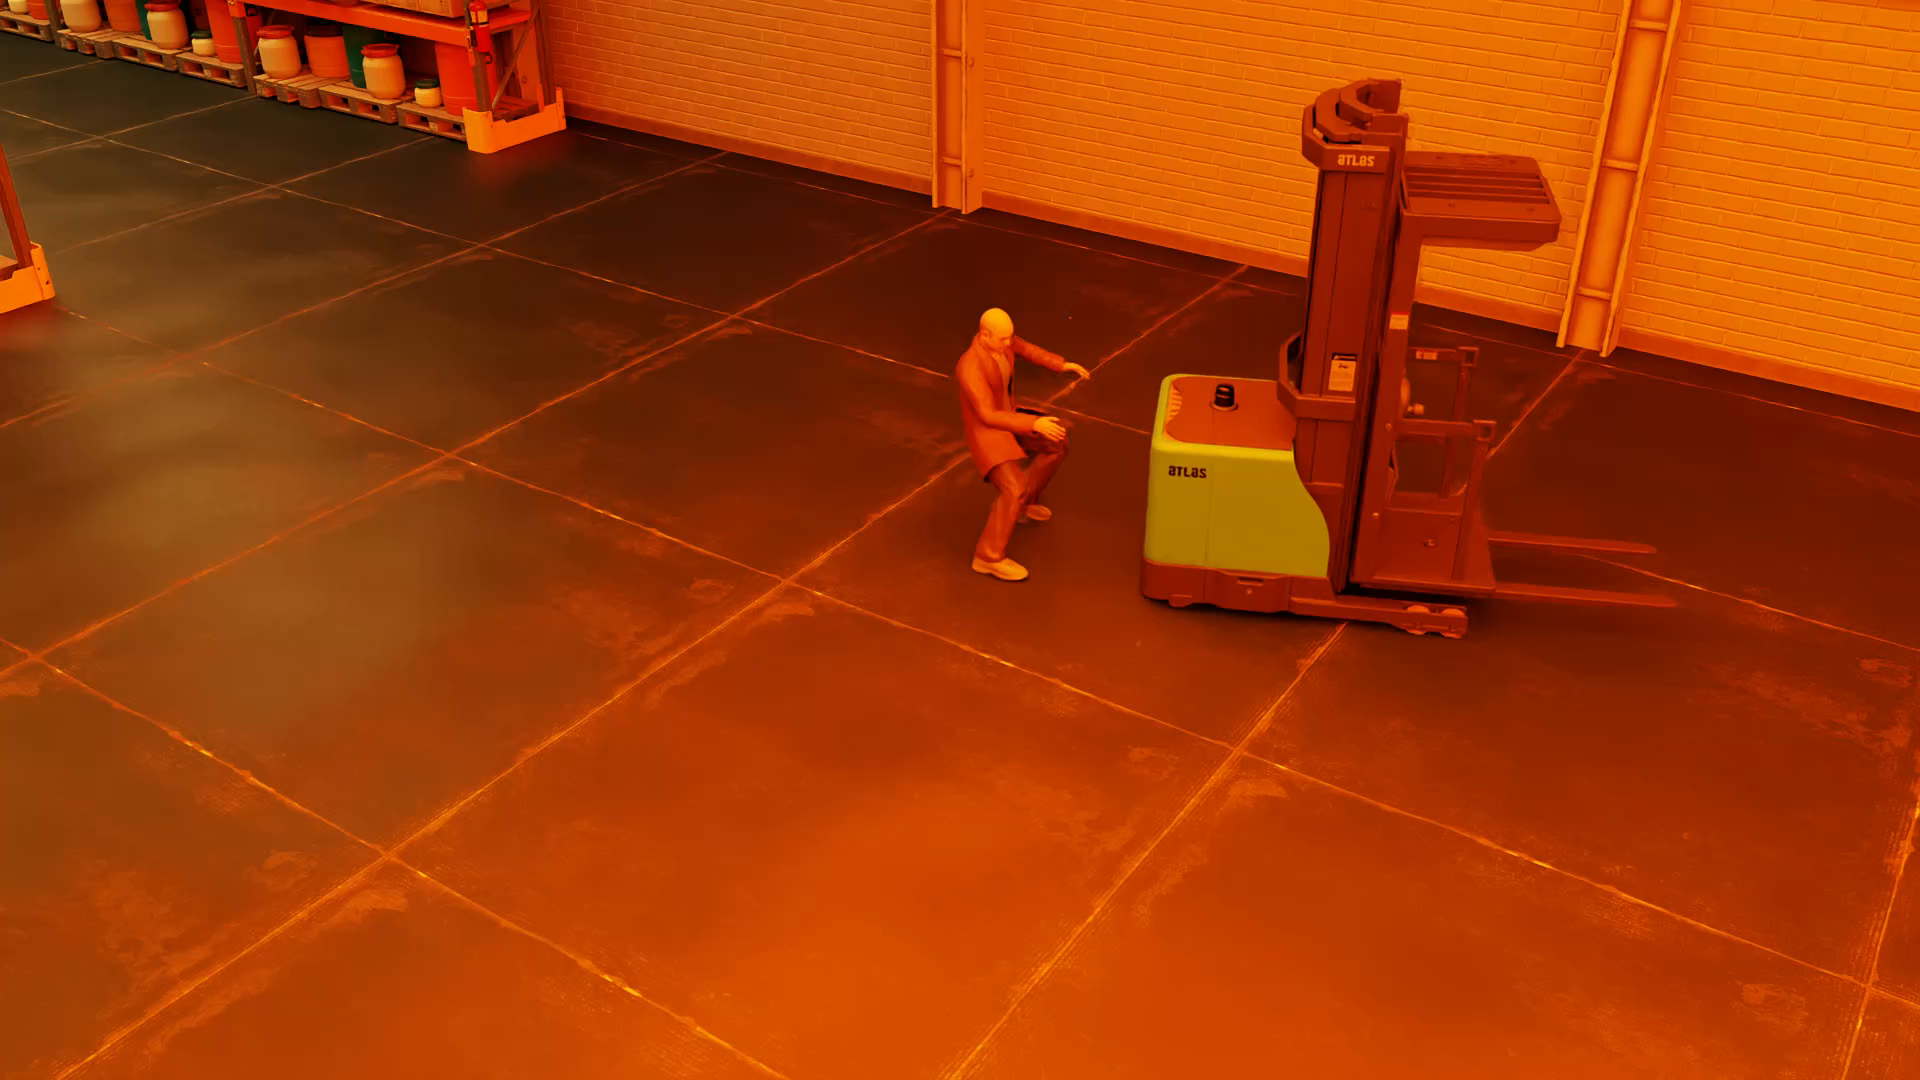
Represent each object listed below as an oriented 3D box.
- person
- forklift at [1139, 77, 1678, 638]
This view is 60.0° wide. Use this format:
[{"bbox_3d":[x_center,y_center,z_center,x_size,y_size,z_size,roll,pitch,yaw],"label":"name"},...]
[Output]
[{"bbox_3d":[0.387,-0.675,10.103,0.786,1.561,0.986,15,33,23],"label":"person"},{"bbox_3d":[2.629,-0.996,9.297,3.031,2.935,1.130,5,31,9],"label":"forklift"}]
